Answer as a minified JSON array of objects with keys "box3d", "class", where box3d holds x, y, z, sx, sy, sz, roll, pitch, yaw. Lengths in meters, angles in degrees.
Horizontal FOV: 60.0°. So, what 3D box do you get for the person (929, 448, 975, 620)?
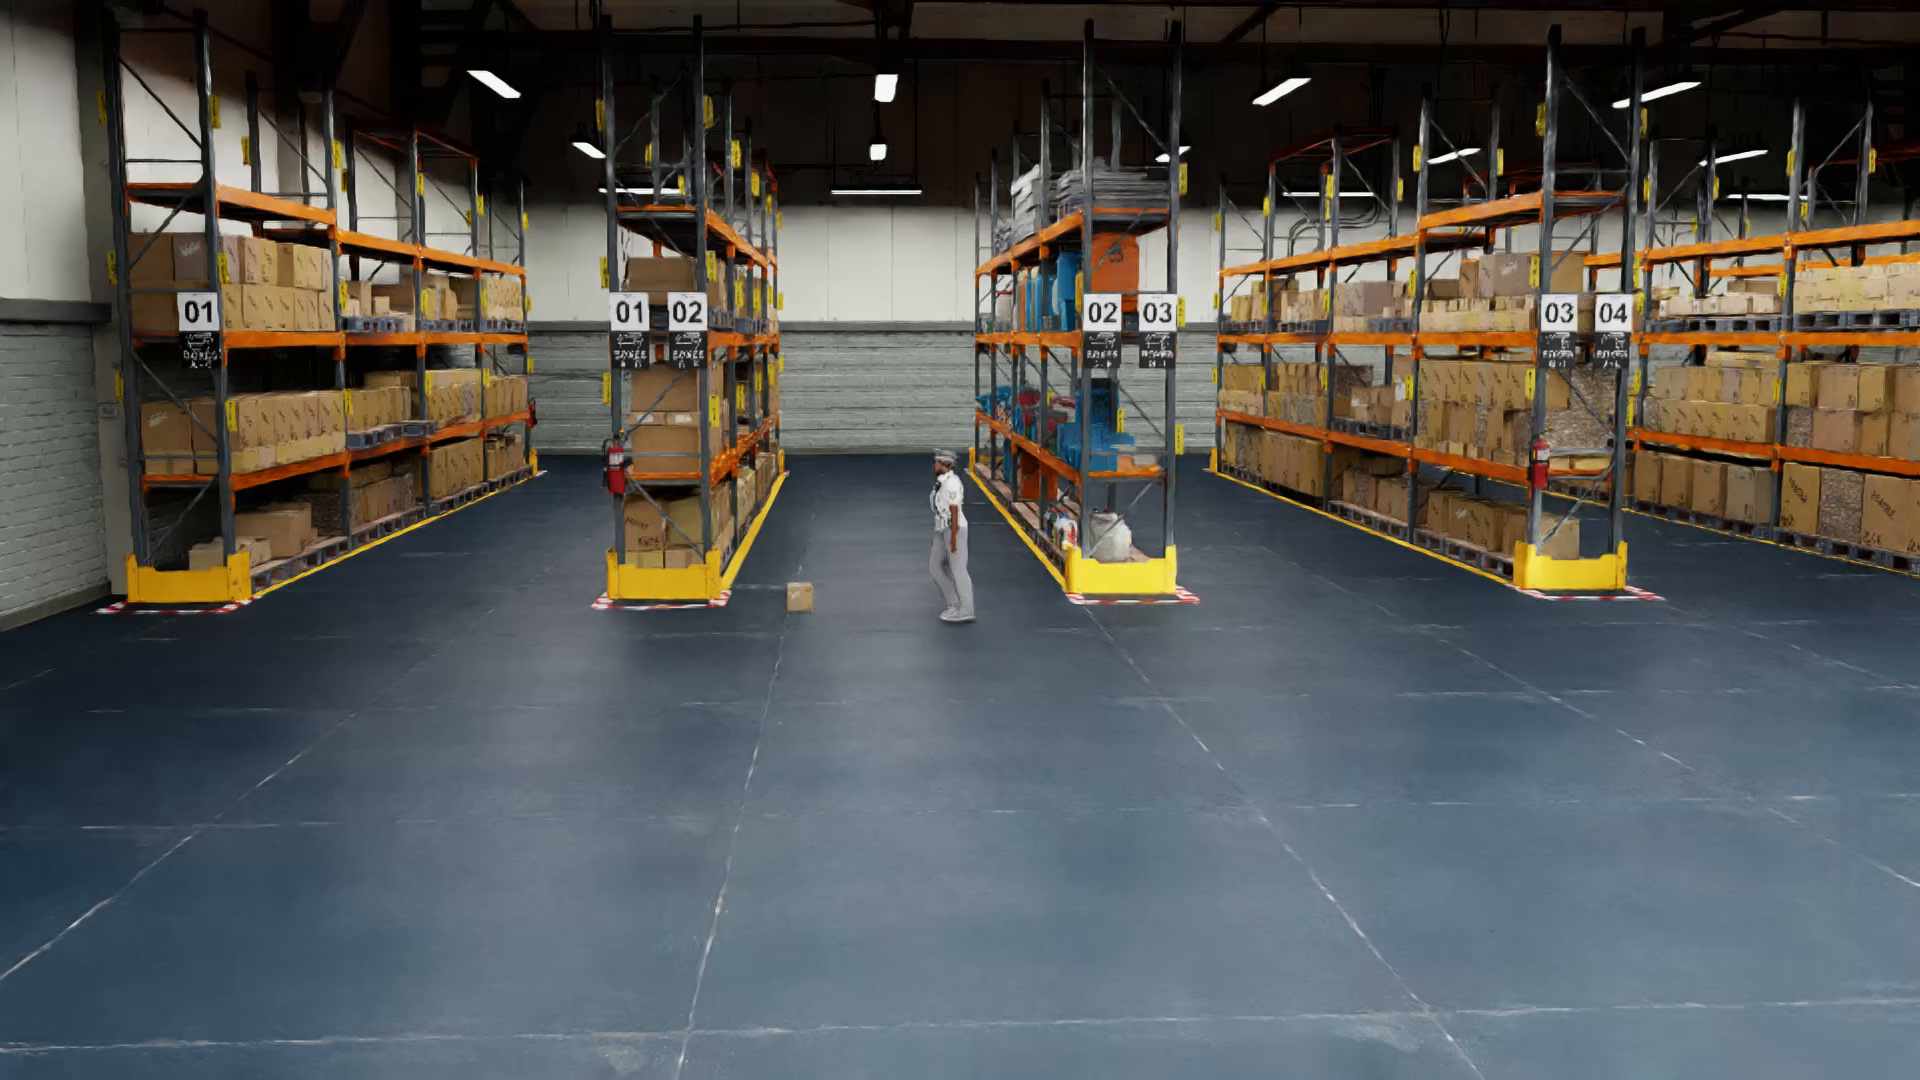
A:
[{"box3d":[-0.094,-0.063,16.192,0.383,1.649,0.551,-2,7,-15],"class":"person"}]
